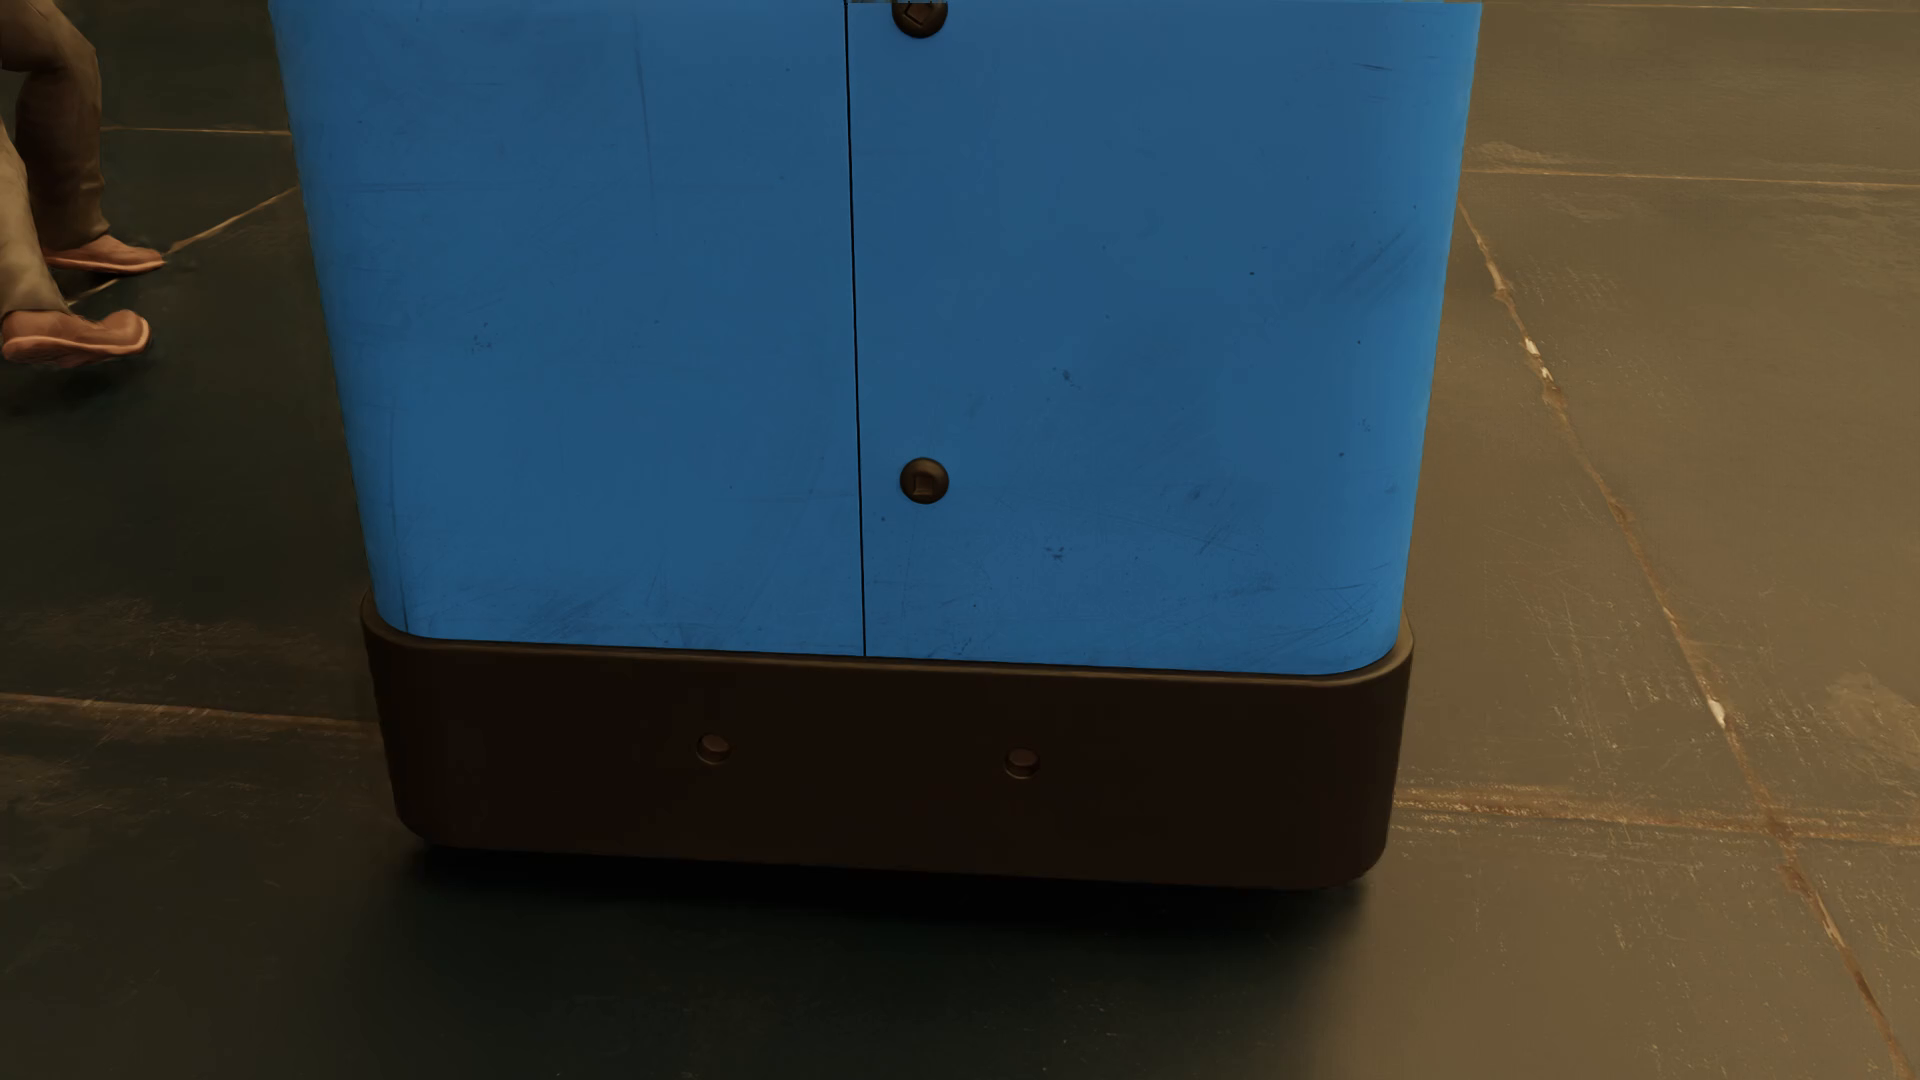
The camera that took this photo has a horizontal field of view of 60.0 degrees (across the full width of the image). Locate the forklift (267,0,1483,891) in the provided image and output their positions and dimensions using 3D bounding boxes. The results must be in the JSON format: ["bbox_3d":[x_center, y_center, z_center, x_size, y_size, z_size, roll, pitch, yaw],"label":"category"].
[{"bbox_3d":[0.033,-1.589,2.402,1.130,2.935,3.031,2,27,4],"label":"forklift"}]

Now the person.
[{"bbox_3d":[-1.685,-1.098,3.155,0.859,1.435,1.052,10,28,19],"label":"person"}]
